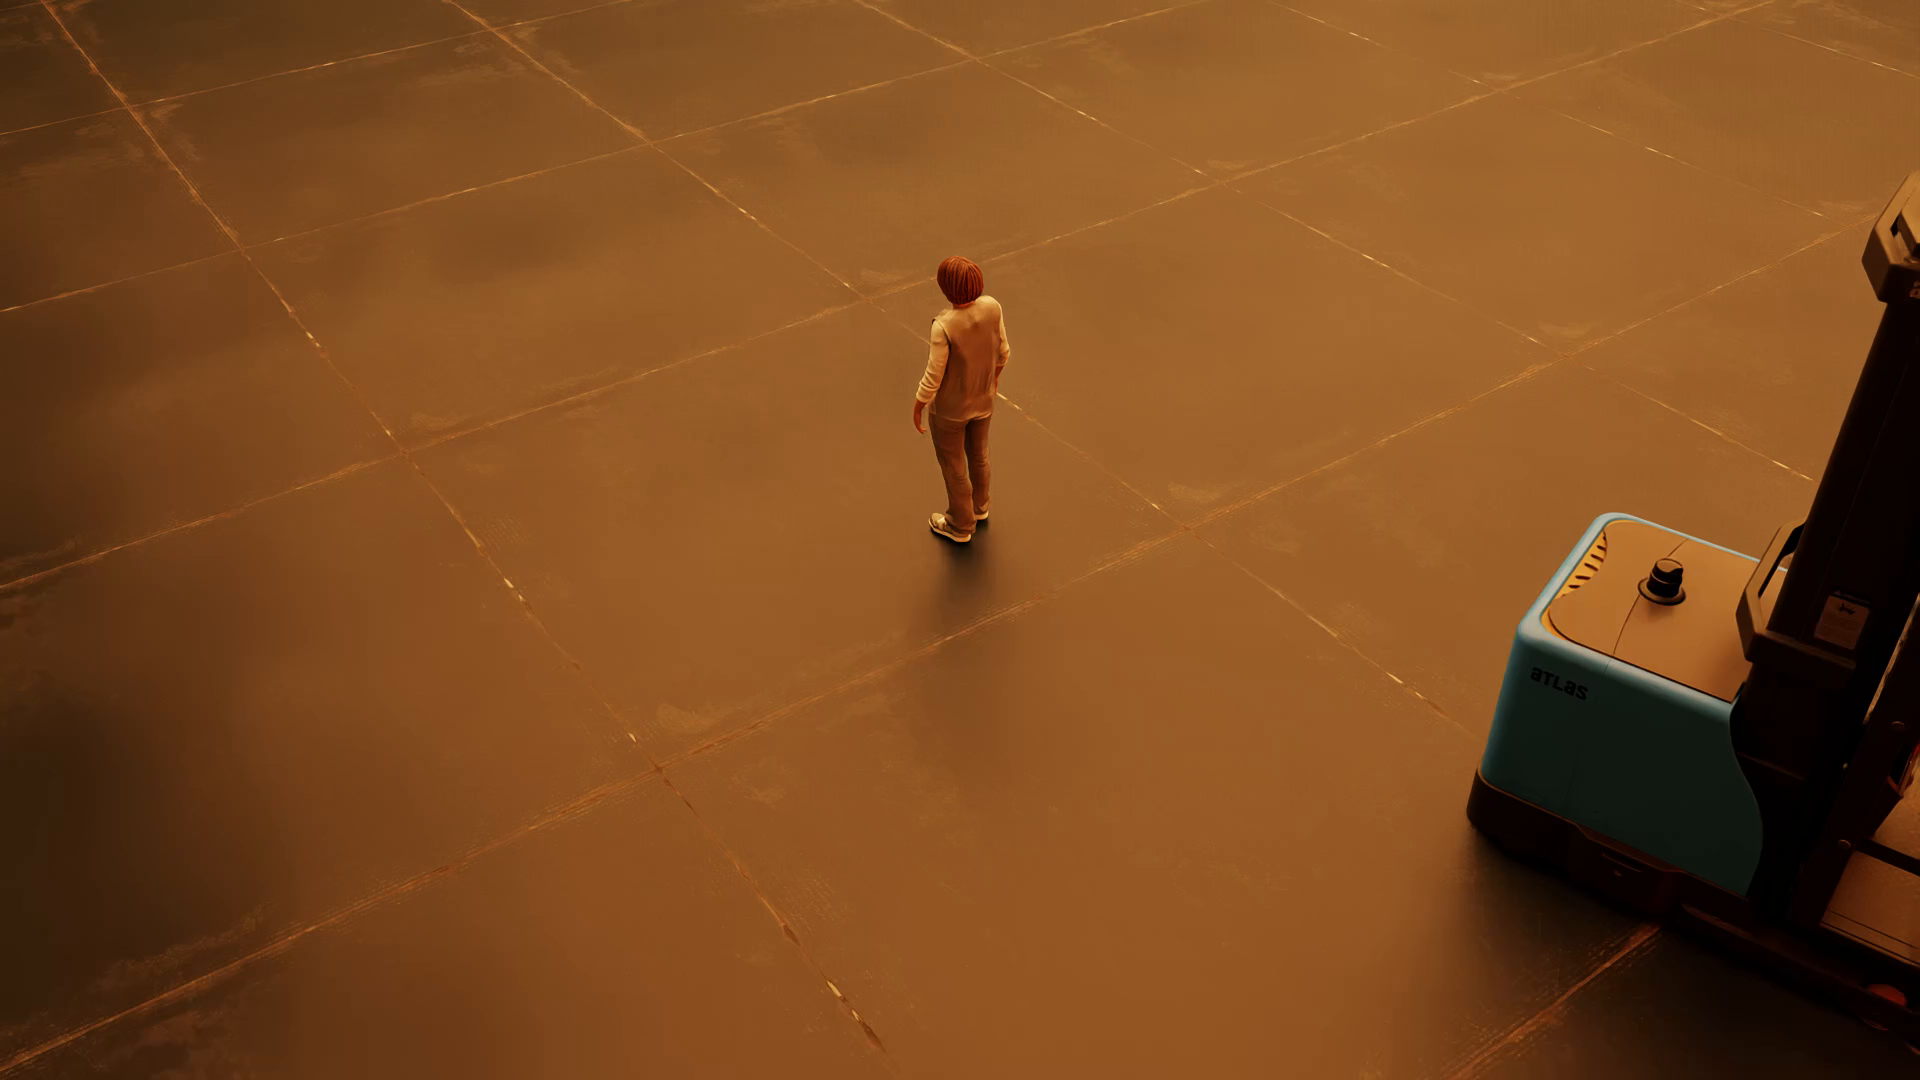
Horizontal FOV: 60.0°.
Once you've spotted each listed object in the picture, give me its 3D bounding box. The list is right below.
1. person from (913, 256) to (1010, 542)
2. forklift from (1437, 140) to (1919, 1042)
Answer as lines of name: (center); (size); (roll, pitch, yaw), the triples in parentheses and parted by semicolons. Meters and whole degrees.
person: (-0.031, -0.689, 7.986); (0.520, 1.597, 0.475); (-23, 42, -28)
forklift: (3.452, 0.253, 5.602); (3.031, 2.935, 1.130); (24, 43, 28)
